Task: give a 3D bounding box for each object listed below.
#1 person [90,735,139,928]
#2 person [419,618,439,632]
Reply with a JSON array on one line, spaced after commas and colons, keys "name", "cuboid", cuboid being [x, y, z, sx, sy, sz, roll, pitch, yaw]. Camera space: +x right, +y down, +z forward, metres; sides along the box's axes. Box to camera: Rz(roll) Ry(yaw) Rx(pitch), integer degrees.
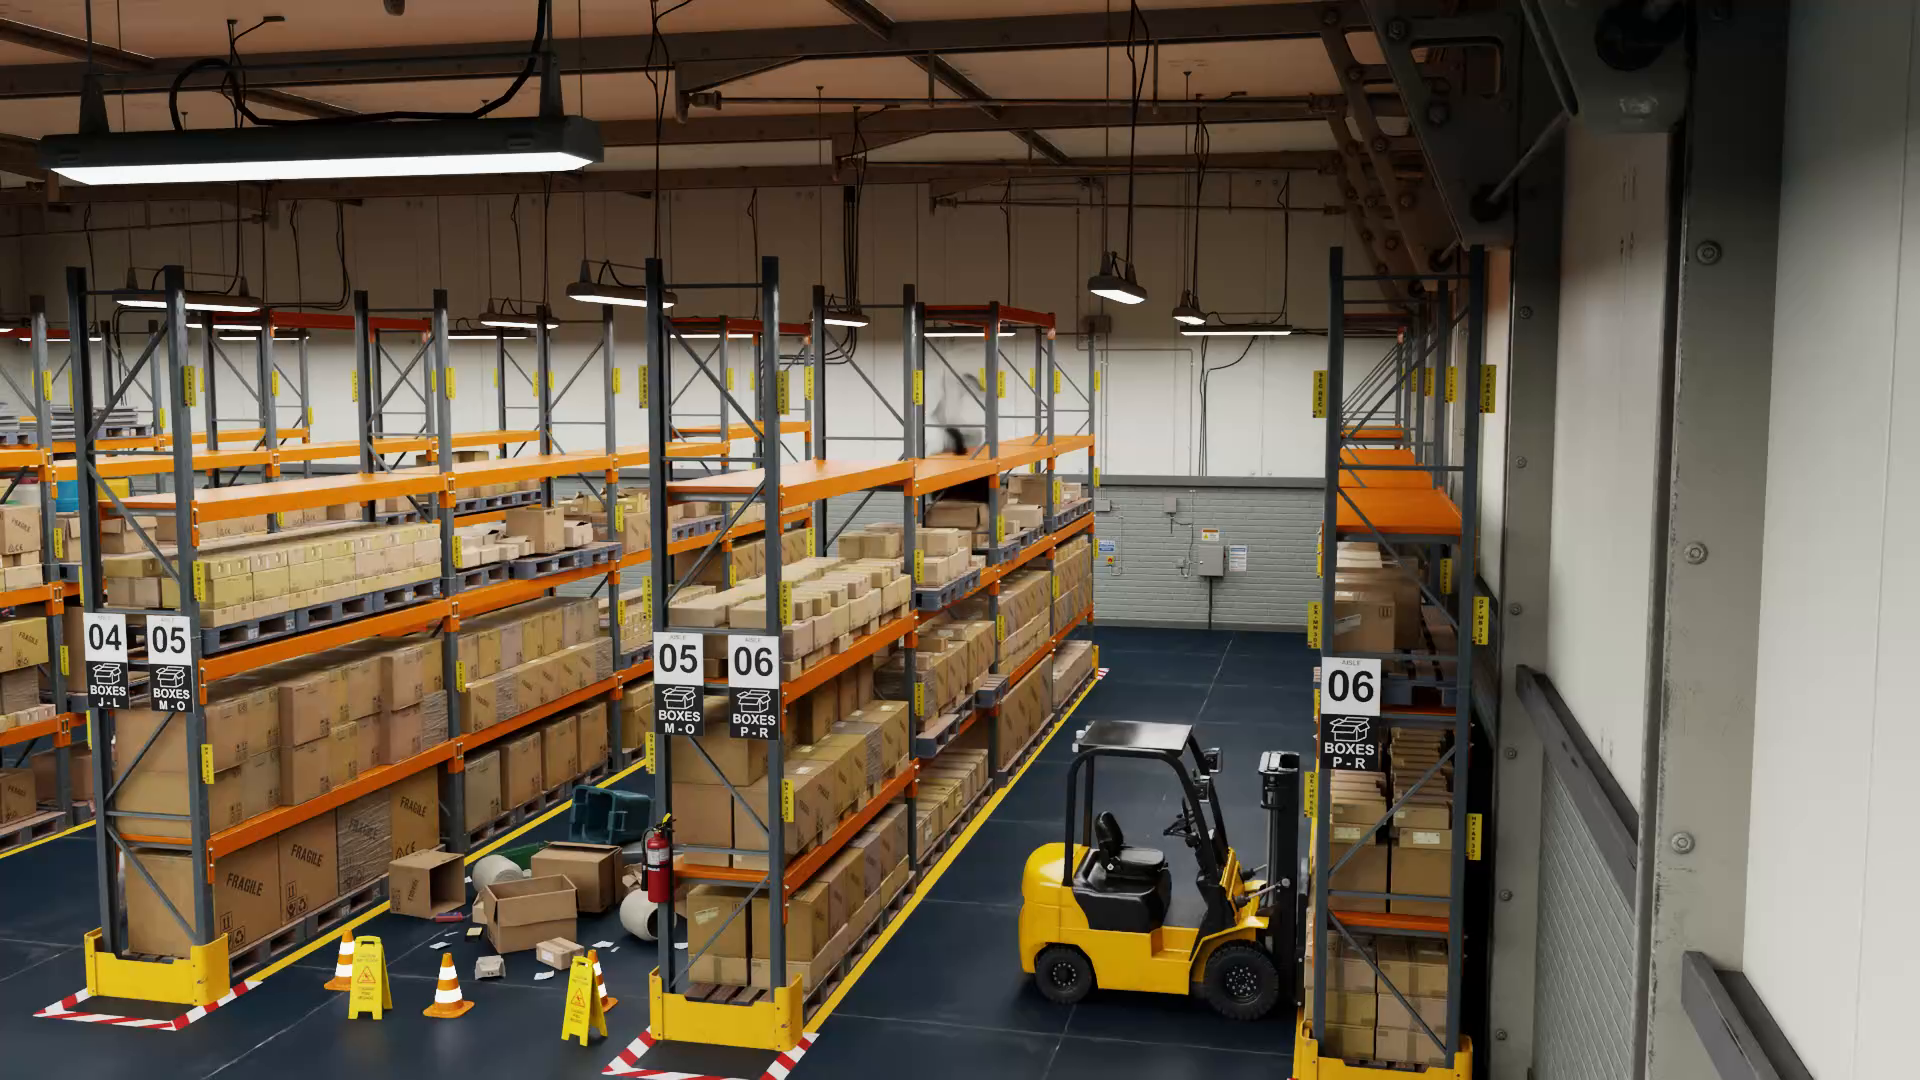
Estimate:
[{"name": "person", "cuboid": [-7.887, 2.689, 15.733, 0.671, 1.755, 1.013, 1, 6, 10]}, {"name": "person", "cuboid": [-7.569, 1.912, 23.842, 0.631, 1.799, 0.760, 1, 6, 8]}]
